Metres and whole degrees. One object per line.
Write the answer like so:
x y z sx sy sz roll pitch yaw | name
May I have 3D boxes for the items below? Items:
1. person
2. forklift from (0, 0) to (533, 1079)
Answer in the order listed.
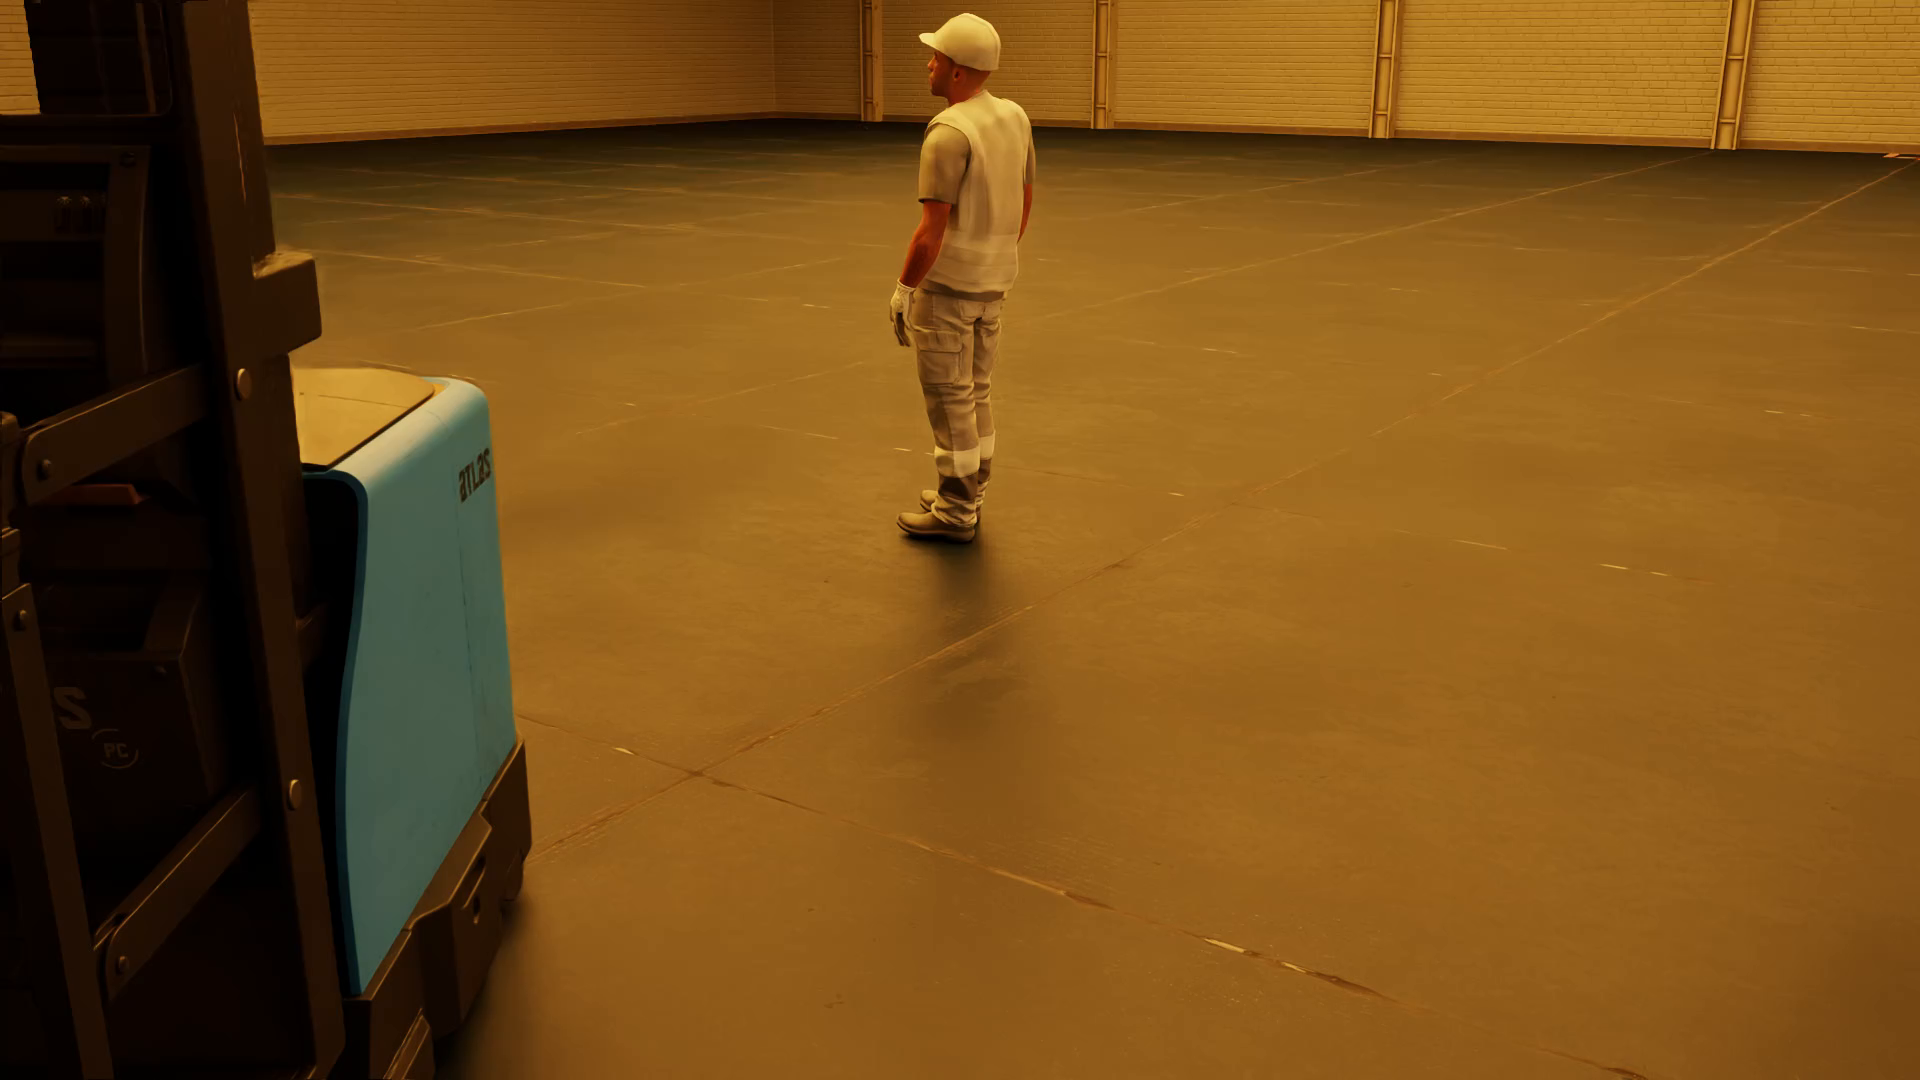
-0.059 -0.880 5.744 0.563 1.787 0.637 11 20 33 | person
-1.420 -0.280 1.768 1.130 2.935 3.031 0 17 0 | forklift
